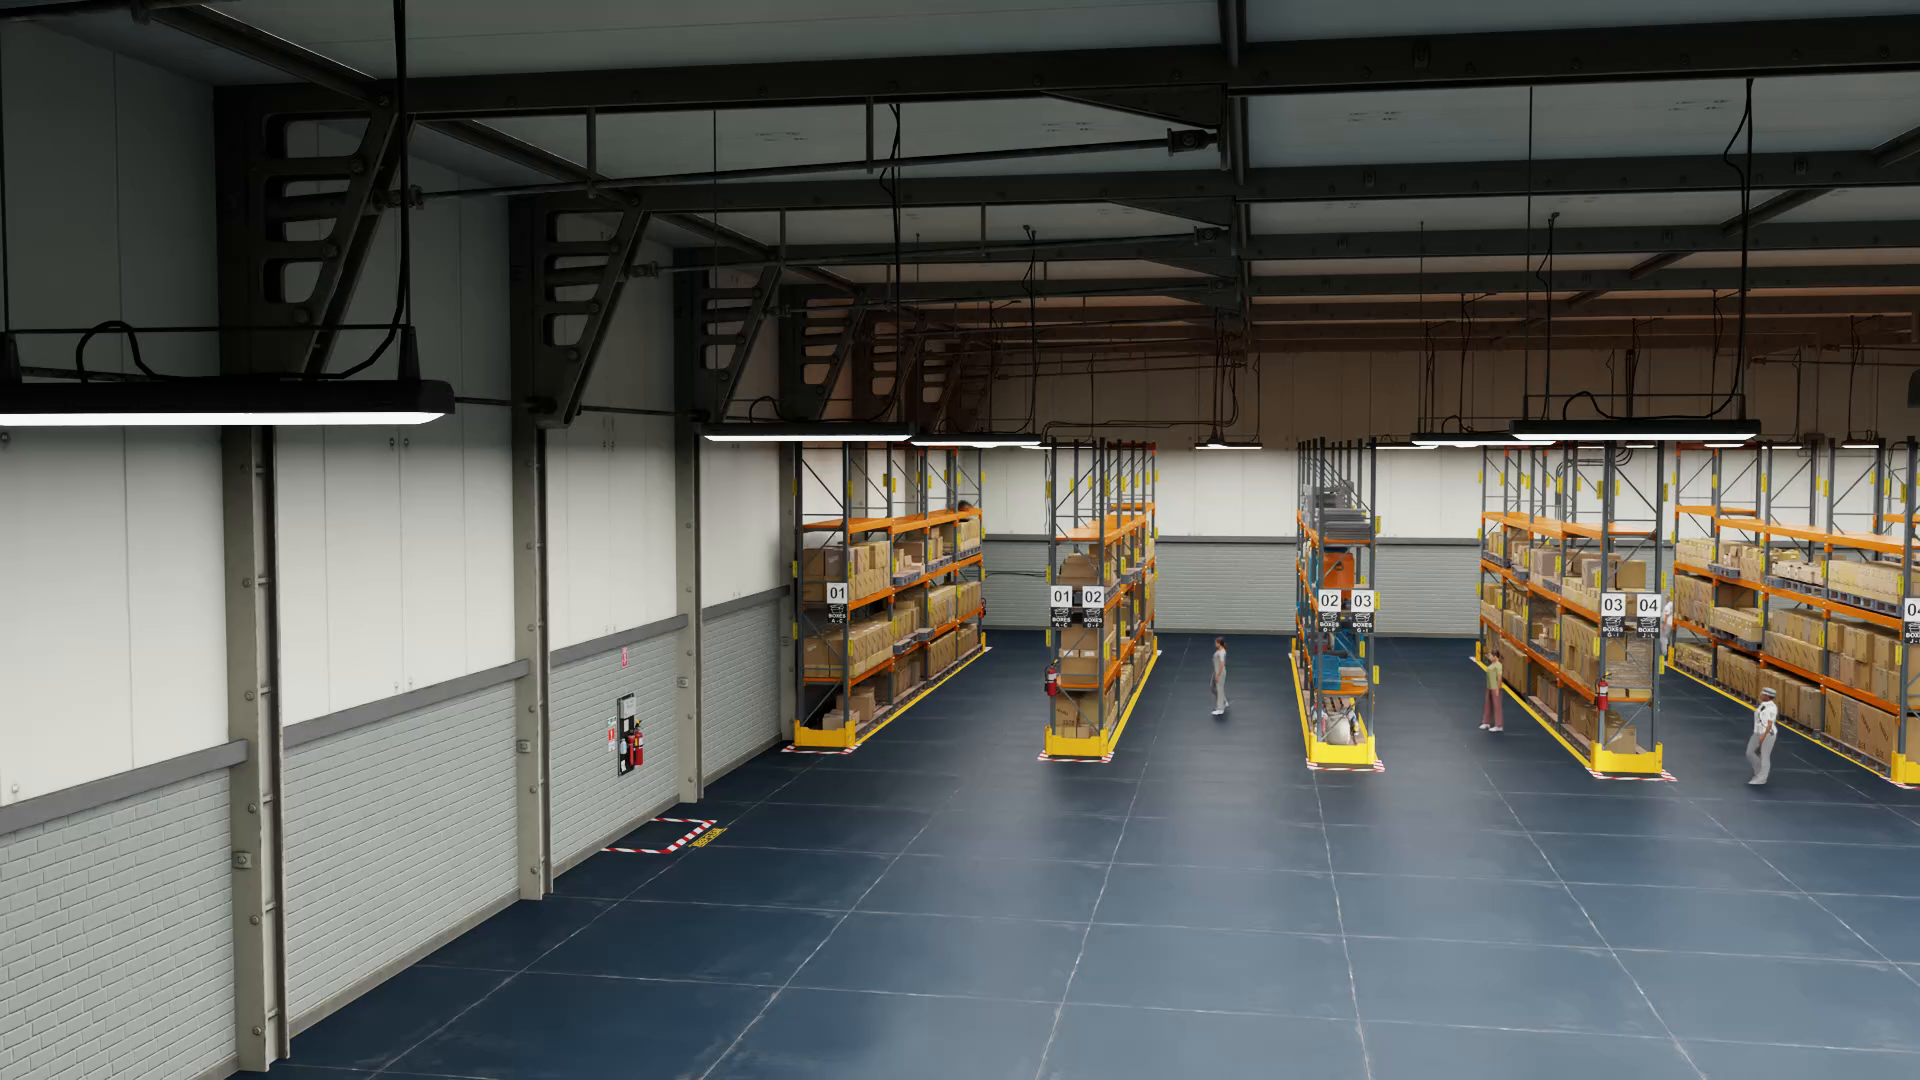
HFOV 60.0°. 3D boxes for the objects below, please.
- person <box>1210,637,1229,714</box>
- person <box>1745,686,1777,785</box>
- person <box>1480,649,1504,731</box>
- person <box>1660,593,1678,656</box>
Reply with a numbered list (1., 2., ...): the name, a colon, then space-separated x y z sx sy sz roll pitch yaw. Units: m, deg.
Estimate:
1. person: 5.692 2.951 36.409 0.443 1.678 0.534 0 3 -4
2. person: 13.830 3.379 28.683 0.463 1.708 0.482 -1 3 -14
3. person: 10.950 3.069 34.195 0.436 1.676 0.499 0 3 -8
4. person: 19.919 2.402 46.663 0.603 1.817 0.399 -2 4 -31
